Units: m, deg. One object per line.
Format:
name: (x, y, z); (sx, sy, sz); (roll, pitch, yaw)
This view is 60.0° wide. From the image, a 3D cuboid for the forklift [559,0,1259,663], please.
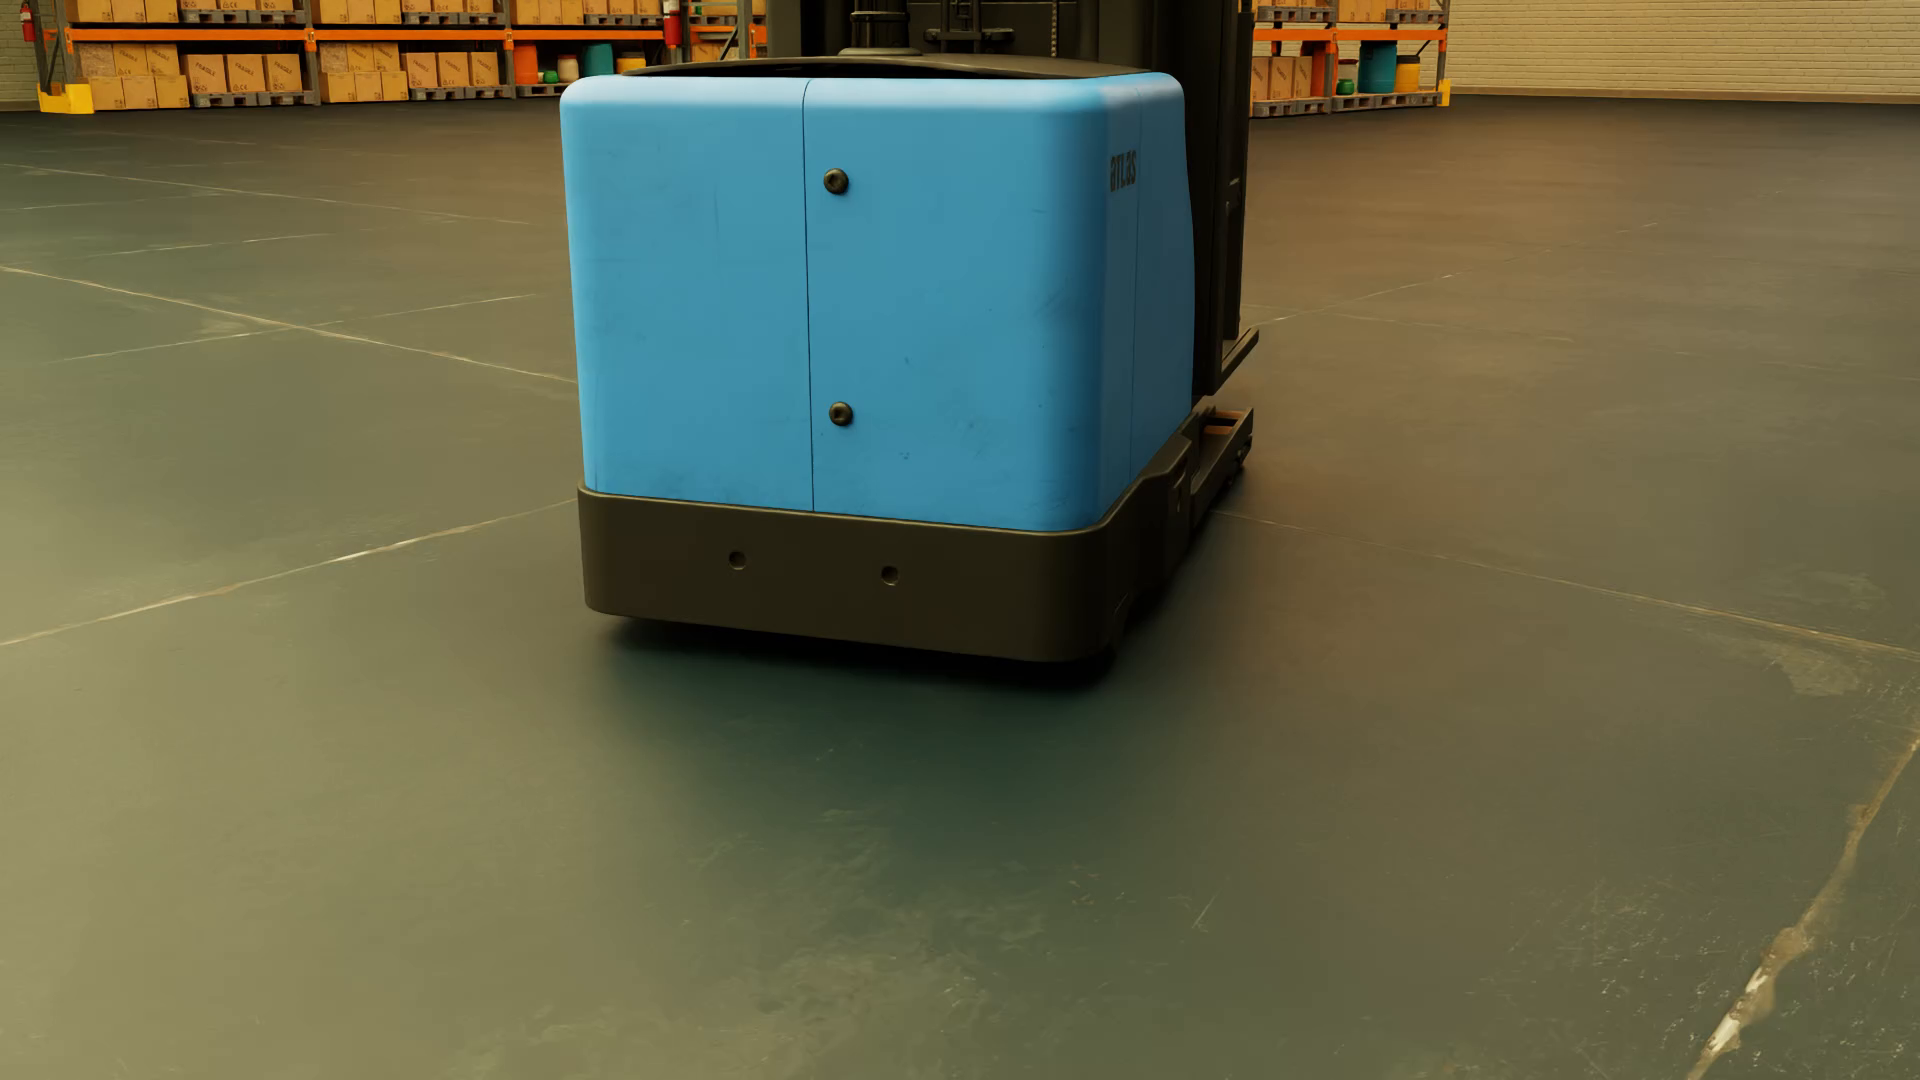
forklift: (0.182, -1.571, 4.072); (1.130, 2.935, 3.031); (5, 18, 17)
